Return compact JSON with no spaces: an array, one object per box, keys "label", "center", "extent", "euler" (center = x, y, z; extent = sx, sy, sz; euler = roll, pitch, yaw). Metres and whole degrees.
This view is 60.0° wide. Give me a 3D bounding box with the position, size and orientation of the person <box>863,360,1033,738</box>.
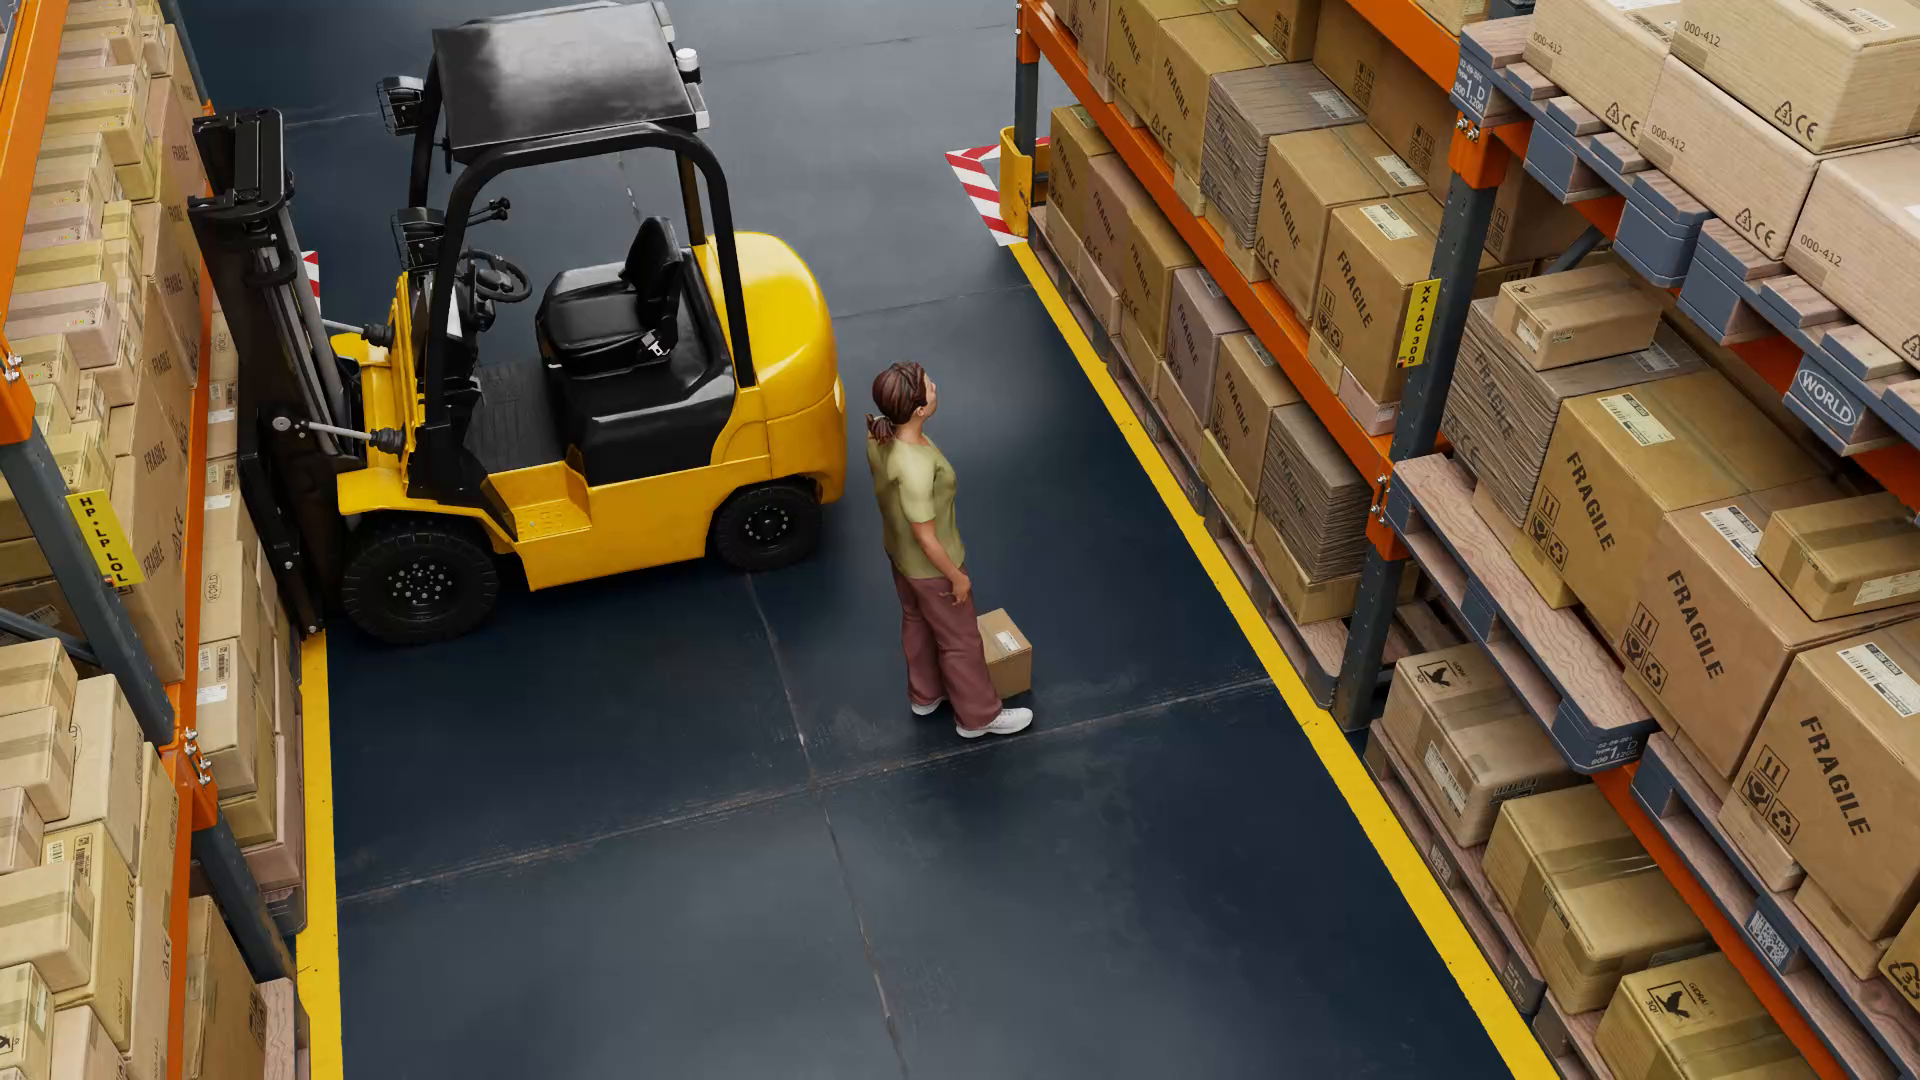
[{"label":"person","center":[-0.063,0.030,6.115],"extent":[0.549,1.676,0.554],"euler":[-18,45,-18]}]
